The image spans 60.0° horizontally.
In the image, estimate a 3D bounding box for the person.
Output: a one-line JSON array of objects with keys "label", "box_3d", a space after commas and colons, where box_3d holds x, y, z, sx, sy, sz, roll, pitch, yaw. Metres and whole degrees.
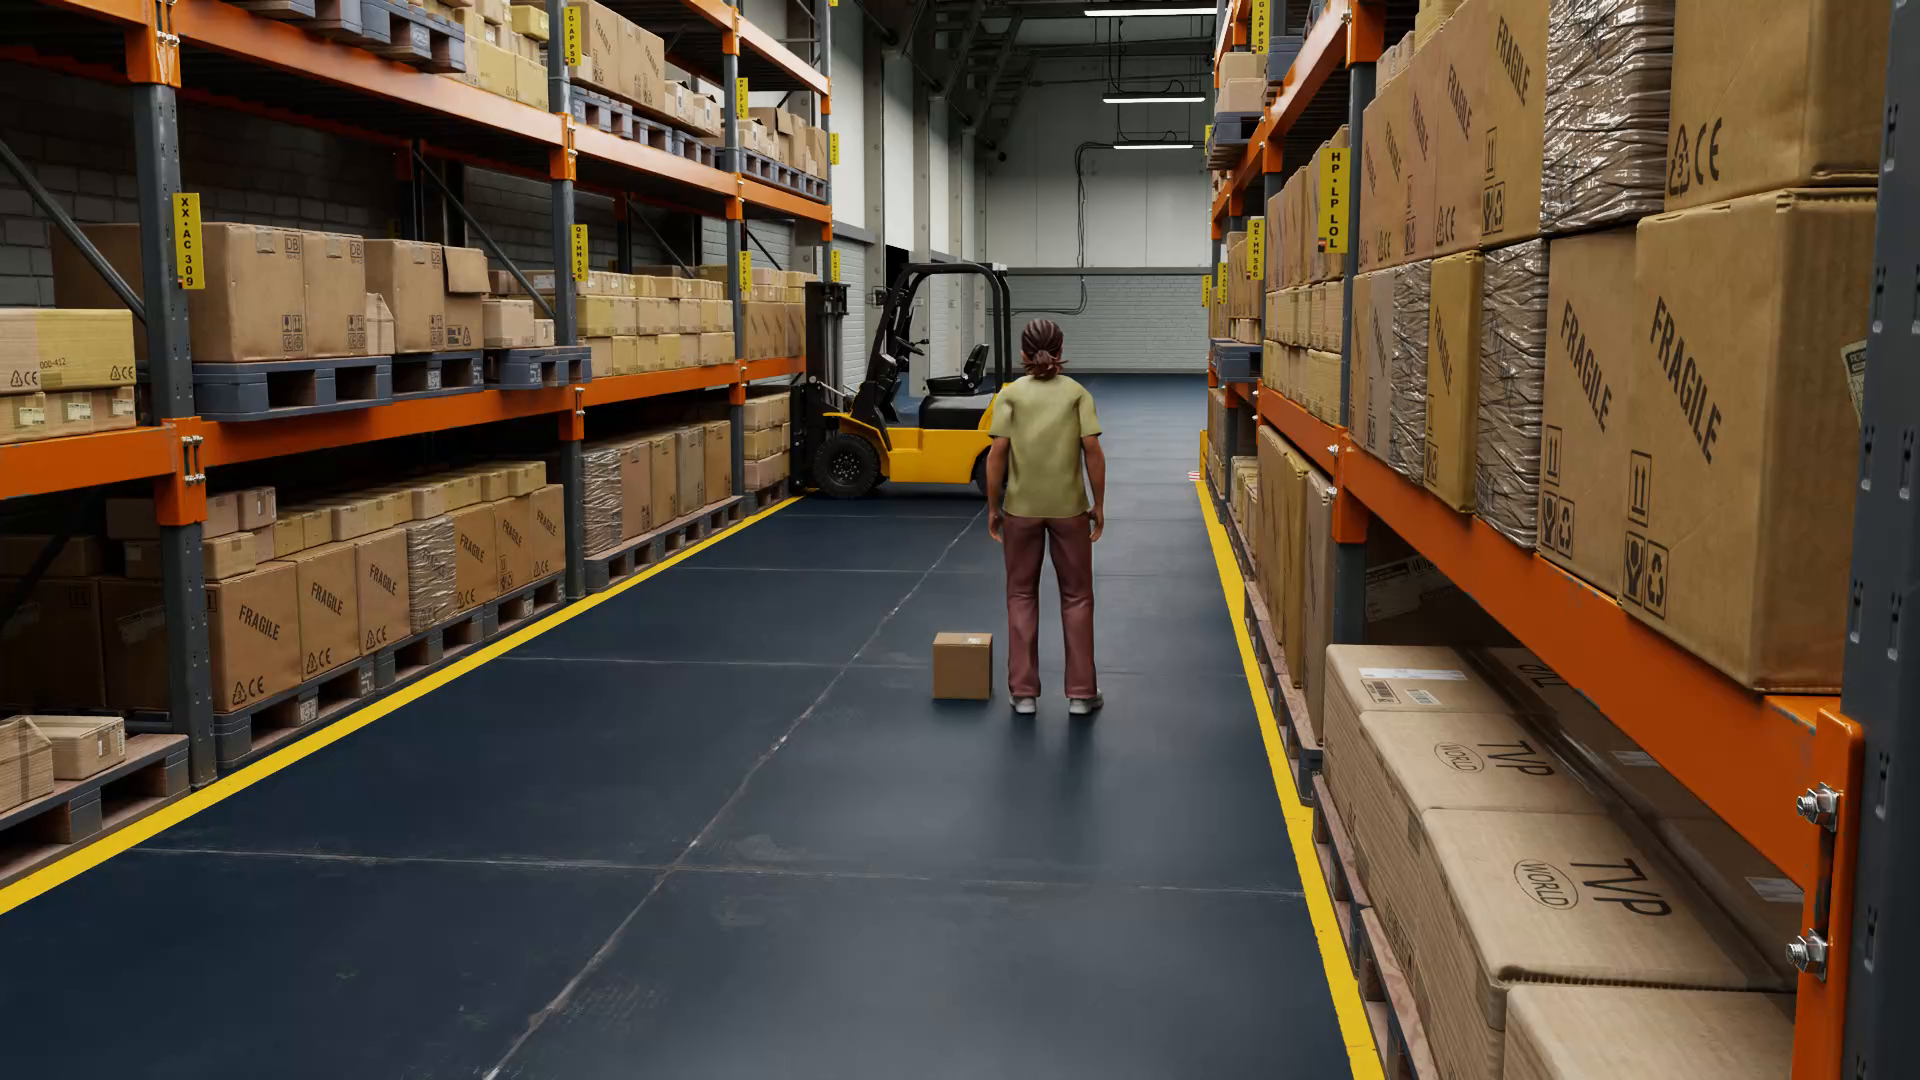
[{"label": "person", "box_3d": [0.367, -0.100, 7.053, 0.512, 1.671, 0.358, 0, 8, 3]}]
